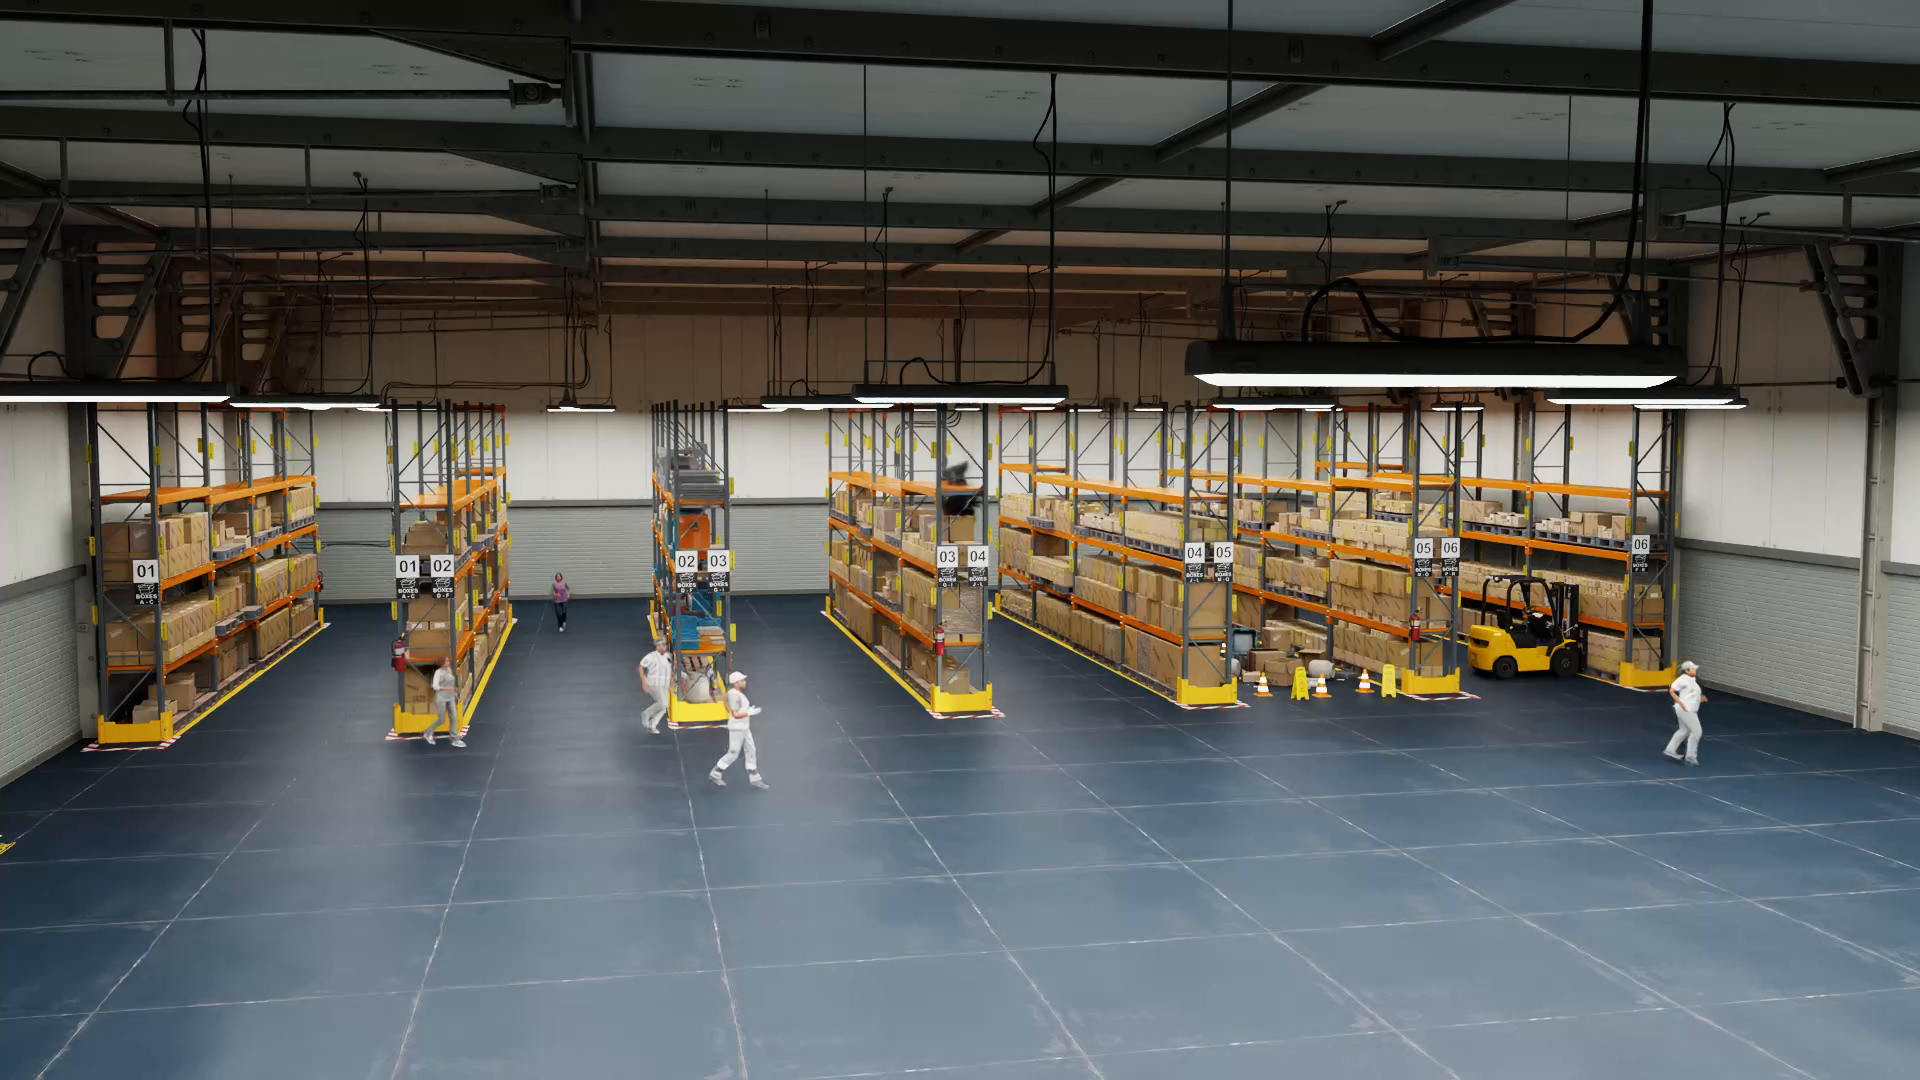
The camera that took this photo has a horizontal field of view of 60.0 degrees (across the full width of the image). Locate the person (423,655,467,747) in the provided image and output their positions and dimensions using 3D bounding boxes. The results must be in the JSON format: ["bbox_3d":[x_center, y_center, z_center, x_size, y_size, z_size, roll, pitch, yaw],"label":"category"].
[{"bbox_3d":[-8.863,2.764,28.559,0.800,1.564,0.555,2,5,19],"label":"person"}]

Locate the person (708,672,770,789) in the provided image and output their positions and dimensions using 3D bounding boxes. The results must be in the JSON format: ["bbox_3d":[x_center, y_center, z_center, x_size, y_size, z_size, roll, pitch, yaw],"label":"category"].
[{"bbox_3d":[-3.369,2.899,25.256,0.920,1.809,0.648,0,4,3],"label":"person"}]

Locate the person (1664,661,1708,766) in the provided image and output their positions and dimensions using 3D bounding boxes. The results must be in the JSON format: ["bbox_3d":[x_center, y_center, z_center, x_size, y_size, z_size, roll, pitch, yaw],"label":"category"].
[{"bbox_3d":[11.934,2.854,27.332,0.644,1.736,0.604,3,5,33],"label":"person"}]

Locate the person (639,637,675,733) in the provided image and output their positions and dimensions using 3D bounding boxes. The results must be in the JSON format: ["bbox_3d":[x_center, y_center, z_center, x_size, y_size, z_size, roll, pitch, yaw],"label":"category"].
[{"bbox_3d":[-5.392,2.608,30.006,0.539,1.707,0.700,3,5,35],"label":"person"}]

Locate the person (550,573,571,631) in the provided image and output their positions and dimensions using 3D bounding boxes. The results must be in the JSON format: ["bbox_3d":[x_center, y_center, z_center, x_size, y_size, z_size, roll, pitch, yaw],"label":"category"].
[{"bbox_3d":[-10.515,1.639,43.765,0.535,1.560,0.561,-1,4,-13],"label":"person"}]
